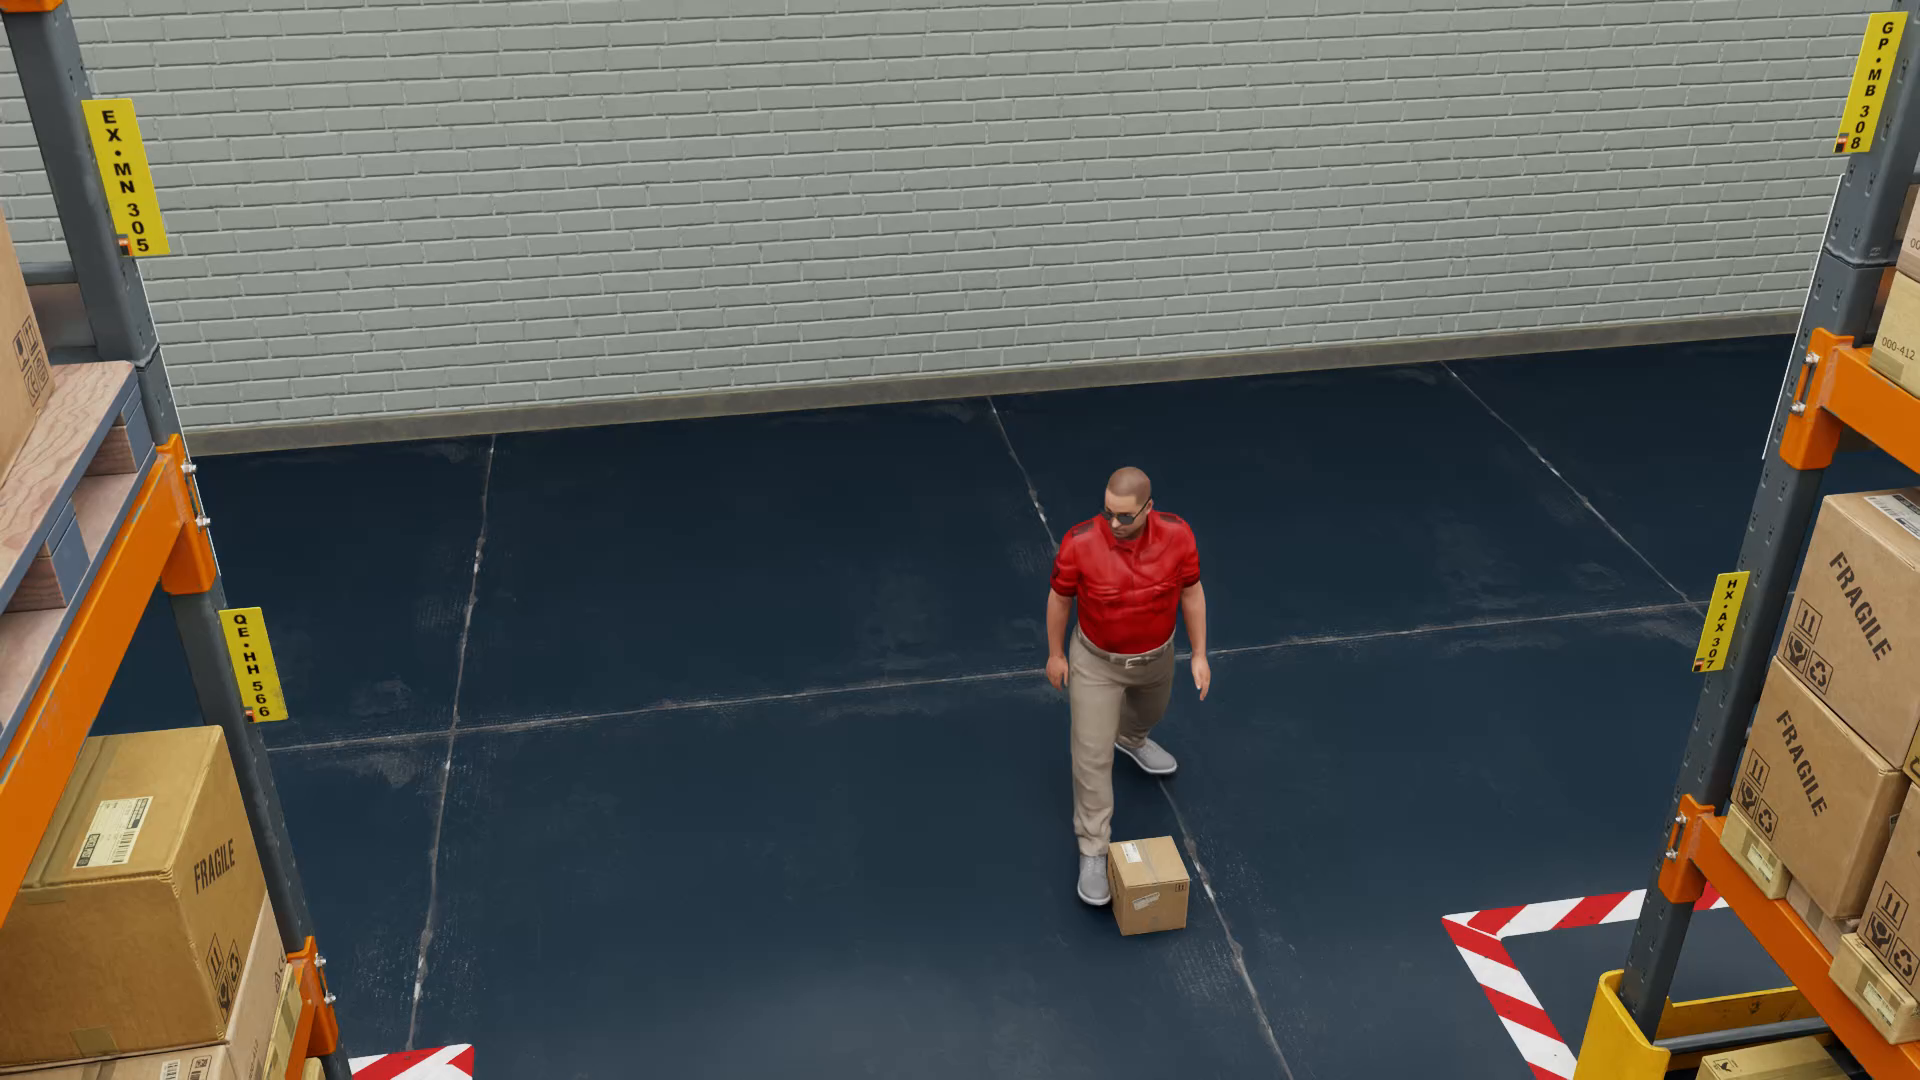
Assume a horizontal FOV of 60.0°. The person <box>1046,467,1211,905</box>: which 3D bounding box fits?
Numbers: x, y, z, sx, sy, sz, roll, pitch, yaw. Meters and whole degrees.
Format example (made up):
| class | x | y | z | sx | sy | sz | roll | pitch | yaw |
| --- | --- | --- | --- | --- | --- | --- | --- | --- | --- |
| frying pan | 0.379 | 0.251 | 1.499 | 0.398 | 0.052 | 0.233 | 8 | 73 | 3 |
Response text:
| class | x | y | z | sx | sy | sz | roll | pitch | yaw |
| --- | --- | --- | --- | --- | --- | --- | --- | --- | --- |
| person | 0.671 | 0.438 | 6.408 | 0.658 | 1.691 | 0.949 | -8 | 31 | -13 |
